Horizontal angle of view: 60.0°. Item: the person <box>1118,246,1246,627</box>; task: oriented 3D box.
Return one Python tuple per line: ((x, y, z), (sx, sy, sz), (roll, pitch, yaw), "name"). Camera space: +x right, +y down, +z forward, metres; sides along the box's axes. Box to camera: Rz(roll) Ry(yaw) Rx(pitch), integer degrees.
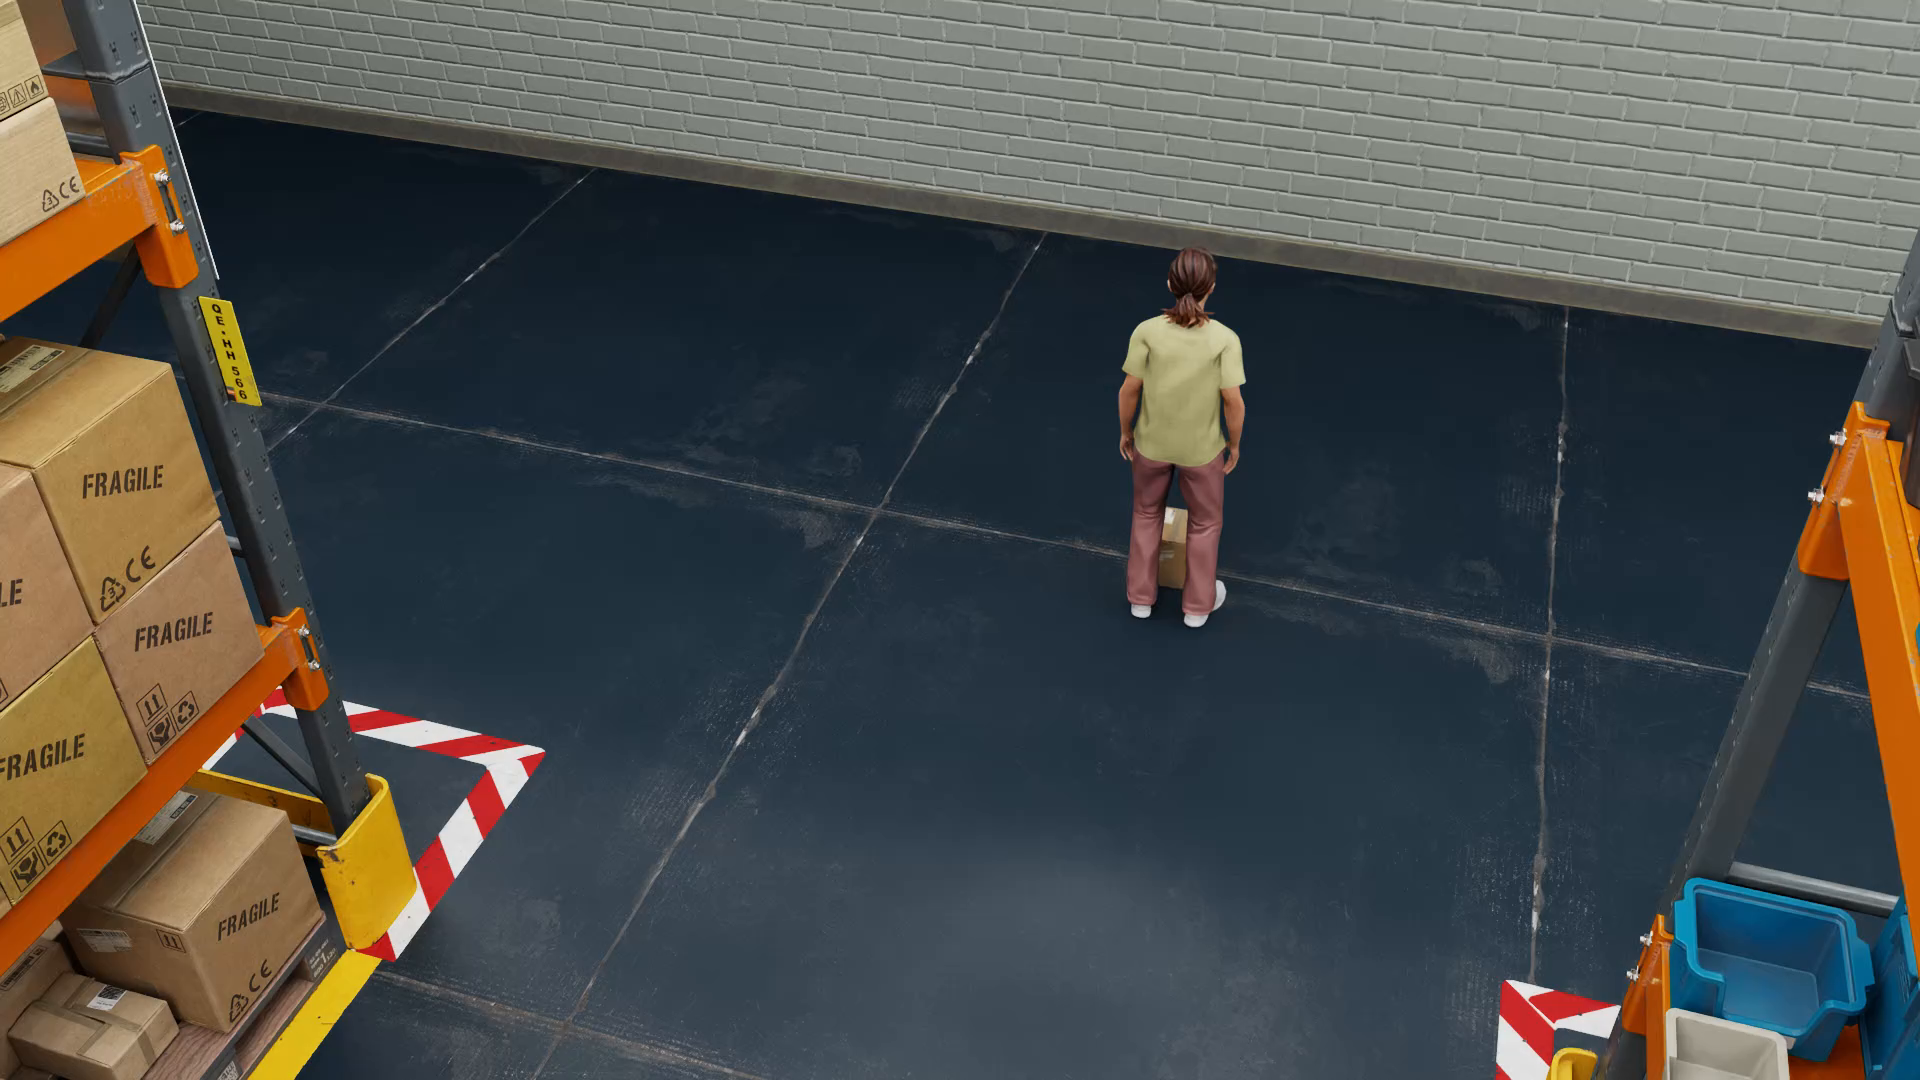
((0.879, -0.386, 6.660), (0.498, 1.672, 0.363), (9, 38, 12), "person")
